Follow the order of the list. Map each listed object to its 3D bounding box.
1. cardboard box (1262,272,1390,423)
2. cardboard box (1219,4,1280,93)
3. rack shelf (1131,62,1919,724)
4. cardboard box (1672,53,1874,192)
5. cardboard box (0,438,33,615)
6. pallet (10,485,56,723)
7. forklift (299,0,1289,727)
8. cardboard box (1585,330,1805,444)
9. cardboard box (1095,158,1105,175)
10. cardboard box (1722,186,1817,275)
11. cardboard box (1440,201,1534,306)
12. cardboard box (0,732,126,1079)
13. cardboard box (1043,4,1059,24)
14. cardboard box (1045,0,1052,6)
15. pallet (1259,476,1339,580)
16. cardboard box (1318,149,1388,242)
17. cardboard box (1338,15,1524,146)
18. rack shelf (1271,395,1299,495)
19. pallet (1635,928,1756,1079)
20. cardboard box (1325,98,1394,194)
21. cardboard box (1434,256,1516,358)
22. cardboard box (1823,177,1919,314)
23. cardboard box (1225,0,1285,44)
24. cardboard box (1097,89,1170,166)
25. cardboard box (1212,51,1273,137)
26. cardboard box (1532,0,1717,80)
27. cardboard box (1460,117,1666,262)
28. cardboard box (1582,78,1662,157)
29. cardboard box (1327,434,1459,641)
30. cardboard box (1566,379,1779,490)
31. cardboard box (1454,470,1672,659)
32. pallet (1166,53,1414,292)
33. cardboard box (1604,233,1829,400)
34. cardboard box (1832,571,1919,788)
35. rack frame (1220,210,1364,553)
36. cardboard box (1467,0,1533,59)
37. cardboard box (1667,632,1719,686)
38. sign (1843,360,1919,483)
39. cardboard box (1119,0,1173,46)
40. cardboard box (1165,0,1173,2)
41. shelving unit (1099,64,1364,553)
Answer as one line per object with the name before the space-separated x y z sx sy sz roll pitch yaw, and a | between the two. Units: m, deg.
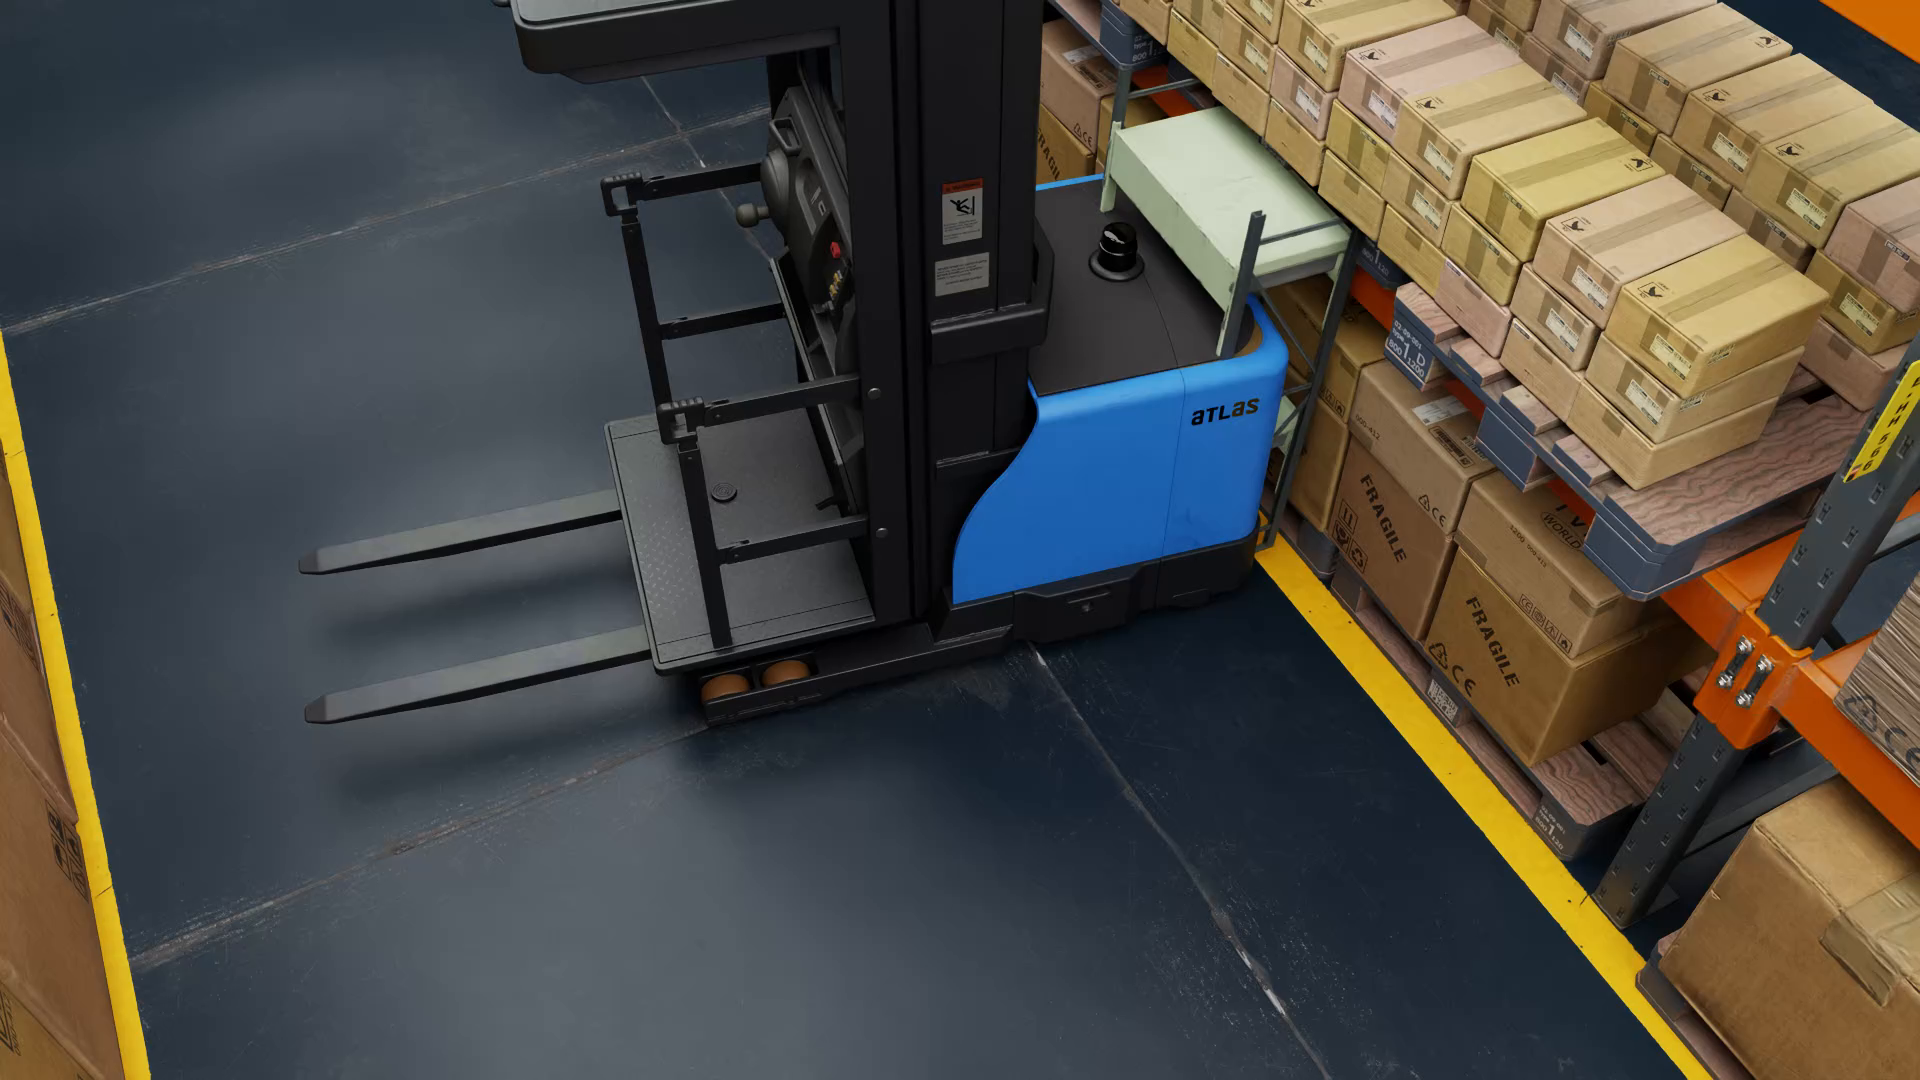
cardboard box | 1.300 -0.687 5.241 0.500 0.250 0.500 -20 52 -17
cardboard box | 0.964 -1.440 4.707 0.380 0.149 0.250 -22 52 -18
rack shelf | 1.391 -1.179 5.267 1.077 0.370 4.000 -21 52 -18
cardboard box | 2.033 -1.050 4.168 0.380 0.149 0.250 -21 52 -18
cardboard box | -3.670 -0.131 5.004 1.225 0.875 0.875 -21 52 -17
pallet | -3.561 0.295 5.352 1.003 0.211 1.213 -21 52 -18
forklift | -0.600 -0.833 4.532 3.031 2.935 1.130 -12 50 -11
cardboard box | 1.675 -0.405 3.802 0.380 0.149 0.250 -20 52 -17
cardboard box | 0.821 -1.131 6.128 0.500 0.500 0.500 -19 52 -16
cardboard box | 2.137 -0.804 4.151 0.380 0.149 0.250 -19 51 -16
cardboard box | 1.429 -0.758 4.110 0.380 0.149 0.250 -20 52 -17
cardboard box | -2.849 1.056 3.966 1.225 0.875 0.875 -21 52 -17
cardboard box | 0.595 -2.309 7.391 0.380 0.149 0.250 -23 53 -19
cardboard box | 0.502 -2.452 7.122 0.380 0.149 0.250 -19 52 -16
pallet | 1.395 -0.498 6.046 1.003 0.211 1.213 -21 52 -18
cardboard box | 1.206 -0.991 4.512 0.380 0.149 0.250 -23 53 -19
cardboard box | 1.211 -1.184 4.285 0.380 0.149 0.250 -21 52 -18
rack shelf | 0.745 -0.463 5.481 0.431 0.370 0.720 -18 52 -18
pallet | 2.600 1.394 4.390 1.003 0.211 1.213 -21 52 -18
cardboard box | 1.203 -1.093 4.404 0.380 0.149 0.250 -21 52 -18
cardboard box | 1.441 -0.644 4.208 0.380 0.149 0.250 -20 52 -17
cardboard box | 2.265 -0.708 3.869 0.380 0.149 0.250 -21 52 -17
cardboard box | 0.966 -1.540 4.597 0.380 0.149 0.250 -20 52 -16
cardboard box | 0.825 -1.376 5.844 0.500 0.250 0.500 -20 52 -17
cardboard box | 0.962 -1.346 4.823 0.380 0.149 0.250 -23 53 -19
cardboard box | 1.787 -1.407 4.481 0.380 0.149 0.250 -19 51 -16
cardboard box | 1.441 -0.843 3.987 0.380 0.149 0.250 -20 52 -16
cardboard box | 1.897 -1.151 4.454 0.380 0.149 0.250 -21 52 -17
cardboard box | 1.538 -0.092 5.219 0.500 0.500 0.500 -19 52 -16
cardboard box | 1.672 -0.305 3.912 0.380 0.149 0.250 -20 52 -17
cardboard box | 1.760 -0.007 4.647 0.500 0.250 0.500 -22 52 -18
pallet | 1.364 -1.325 5.044 1.003 0.211 1.213 -21 52 -18
cardboard box | 1.674 -0.499 3.686 0.380 0.149 0.250 -23 53 -19
cardboard box | 2.271 0.283 3.443 0.500 0.500 0.500 -21 52 -17
rack frame | 0.918 -0.423 5.024 0.400 1.500 0.023 -18 52 -18
cardboard box | 1.673 -1.485 4.746 0.380 0.149 0.250 -22 52 -18
cardboard box | 2.209 0.046 5.099 0.500 0.500 0.500 -23 53 -19
sign | 1.828 -0.239 3.250 0.100 0.325 0.005 -21 52 -18
cardboard box | 0.721 -1.697 5.130 0.380 0.149 0.250 -23 53 -19
cardboard box | 0.731 -1.787 5.011 0.380 0.149 0.250 -19 52 -16
shelving unit | 0.762 -0.677 5.236 0.431 1.500 0.755 -18 52 -18
